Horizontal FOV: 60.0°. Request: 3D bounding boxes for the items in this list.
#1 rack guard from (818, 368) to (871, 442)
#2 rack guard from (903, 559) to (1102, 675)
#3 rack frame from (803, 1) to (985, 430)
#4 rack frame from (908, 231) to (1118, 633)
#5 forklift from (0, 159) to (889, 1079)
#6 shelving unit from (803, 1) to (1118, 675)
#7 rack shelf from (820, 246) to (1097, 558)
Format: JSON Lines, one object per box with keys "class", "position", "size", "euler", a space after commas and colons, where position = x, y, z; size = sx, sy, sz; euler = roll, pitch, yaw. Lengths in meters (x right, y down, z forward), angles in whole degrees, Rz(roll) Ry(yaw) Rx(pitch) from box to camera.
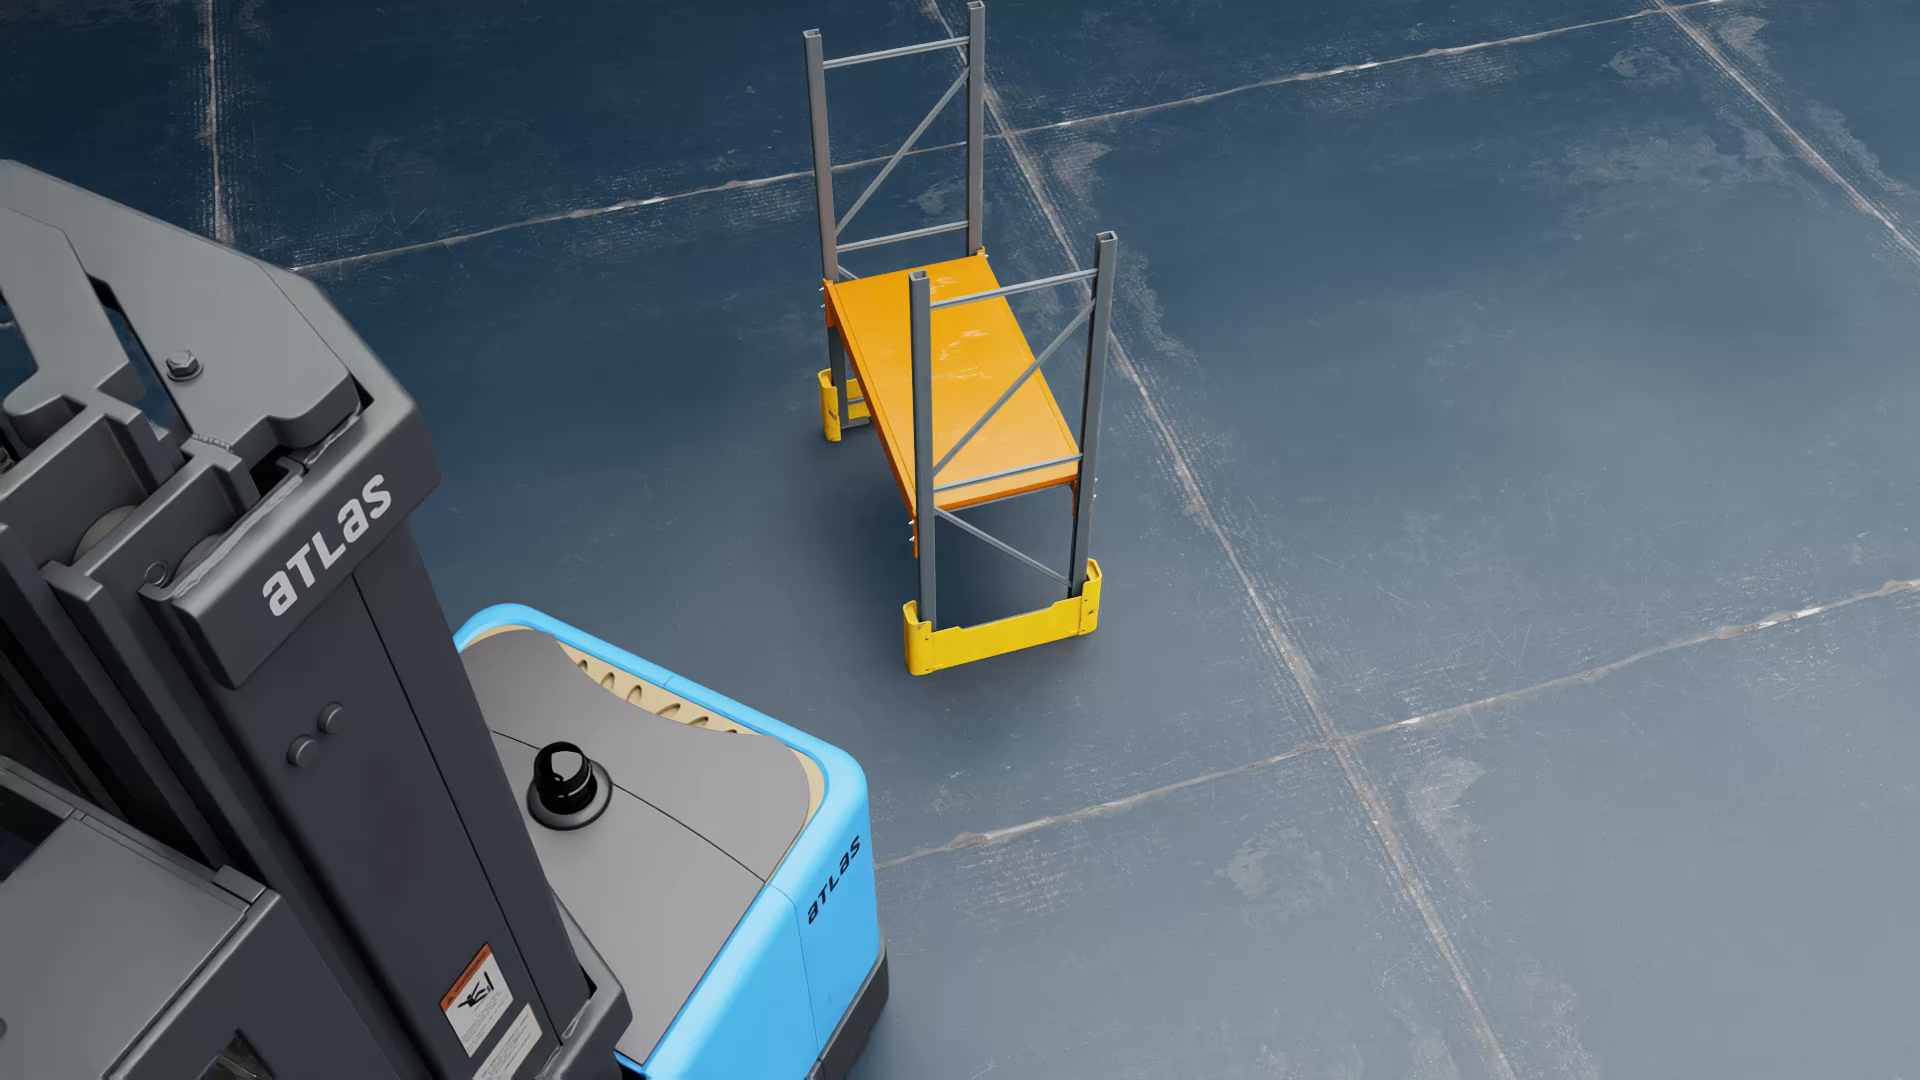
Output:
{"class": "rack guard", "position": [-0.170, -0.500, 5.508], "size": [0.587, 0.250, 0.087], "euler": [-13, 51, -11]}
{"class": "rack guard", "position": [0.125, 0.227, 4.895], "size": [0.587, 0.250, 0.087], "euler": [-13, 51, -11]}
{"class": "rack frame", "position": [-0.176, -0.917, 5.042], "size": [0.500, 1.500, 0.032], "euler": [-13, 51, -11]}
{"class": "rack frame", "position": [0.125, -0.174, 4.416], "size": [0.500, 1.500, 0.032], "euler": [-13, 51, -11]}
{"class": "forklift", "position": [-1.312, 1.037, 2.458], "size": [1.130, 2.935, 3.031], "euler": [22, 53, 17]}
{"class": "shelving unit", "position": [-0.023, -0.539, 4.724], "size": [0.587, 1.500, 1.083], "euler": [-13, 51, -11]}
{"class": "rack shelf", "position": [-0.025, -0.430, 4.867], "size": [0.538, 0.185, 1.000], "euler": [-13, 51, -11]}
